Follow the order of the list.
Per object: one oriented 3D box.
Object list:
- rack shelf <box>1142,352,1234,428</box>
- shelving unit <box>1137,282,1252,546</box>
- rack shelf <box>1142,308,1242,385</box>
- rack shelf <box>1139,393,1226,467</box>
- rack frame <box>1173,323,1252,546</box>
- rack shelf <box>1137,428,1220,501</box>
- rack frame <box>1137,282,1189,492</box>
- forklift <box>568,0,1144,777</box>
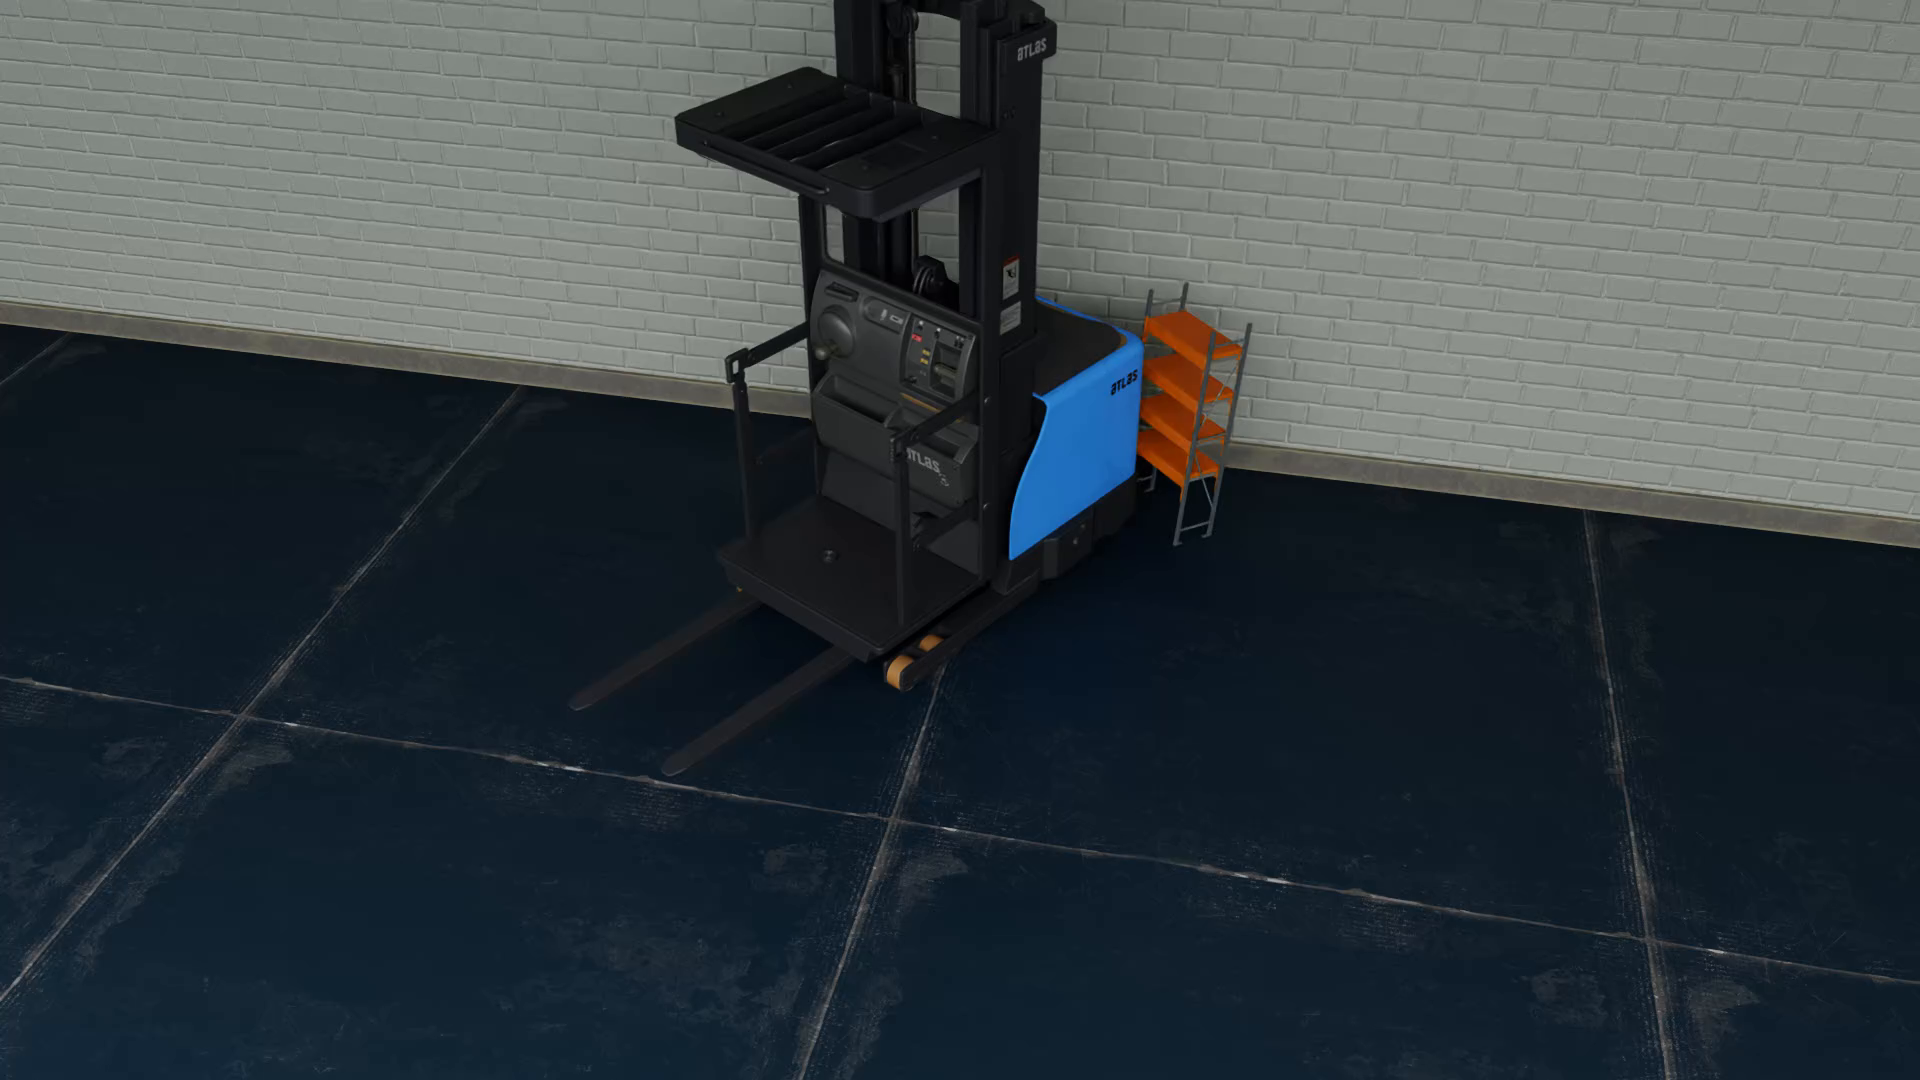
[{"bbox_3d":[1.120,-0.754,8.254,0.258,0.148,0.480,-15,38,-29],"label":"rack shelf"},{"bbox_3d":[1.107,-0.624,8.340,0.258,1.200,0.503,-15,38,-29],"label":"shelving unit"},{"bbox_3d":[1.139,-0.952,8.126,0.258,0.148,0.480,-15,38,-29],"label":"rack shelf"},{"bbox_3d":[1.102,-0.568,8.376,0.258,0.148,0.480,-15,38,-29],"label":"rack shelf"},{"bbox_3d":[1.235,-0.502,8.171,0.240,1.200,0.015,-15,38,-29],"label":"rack frame"},{"bbox_3d":[1.086,-0.402,8.484,0.258,0.148,0.480,-15,38,-29],"label":"rack shelf"},{"bbox_3d":[0.979,-0.746,8.508,0.240,1.200,0.015,-15,38,-29],"label":"rack frame"},{"bbox_3d":[-0.441,-0.835,7.175,1.130,2.935,3.031,27,44,32],"label":"forklift"}]
